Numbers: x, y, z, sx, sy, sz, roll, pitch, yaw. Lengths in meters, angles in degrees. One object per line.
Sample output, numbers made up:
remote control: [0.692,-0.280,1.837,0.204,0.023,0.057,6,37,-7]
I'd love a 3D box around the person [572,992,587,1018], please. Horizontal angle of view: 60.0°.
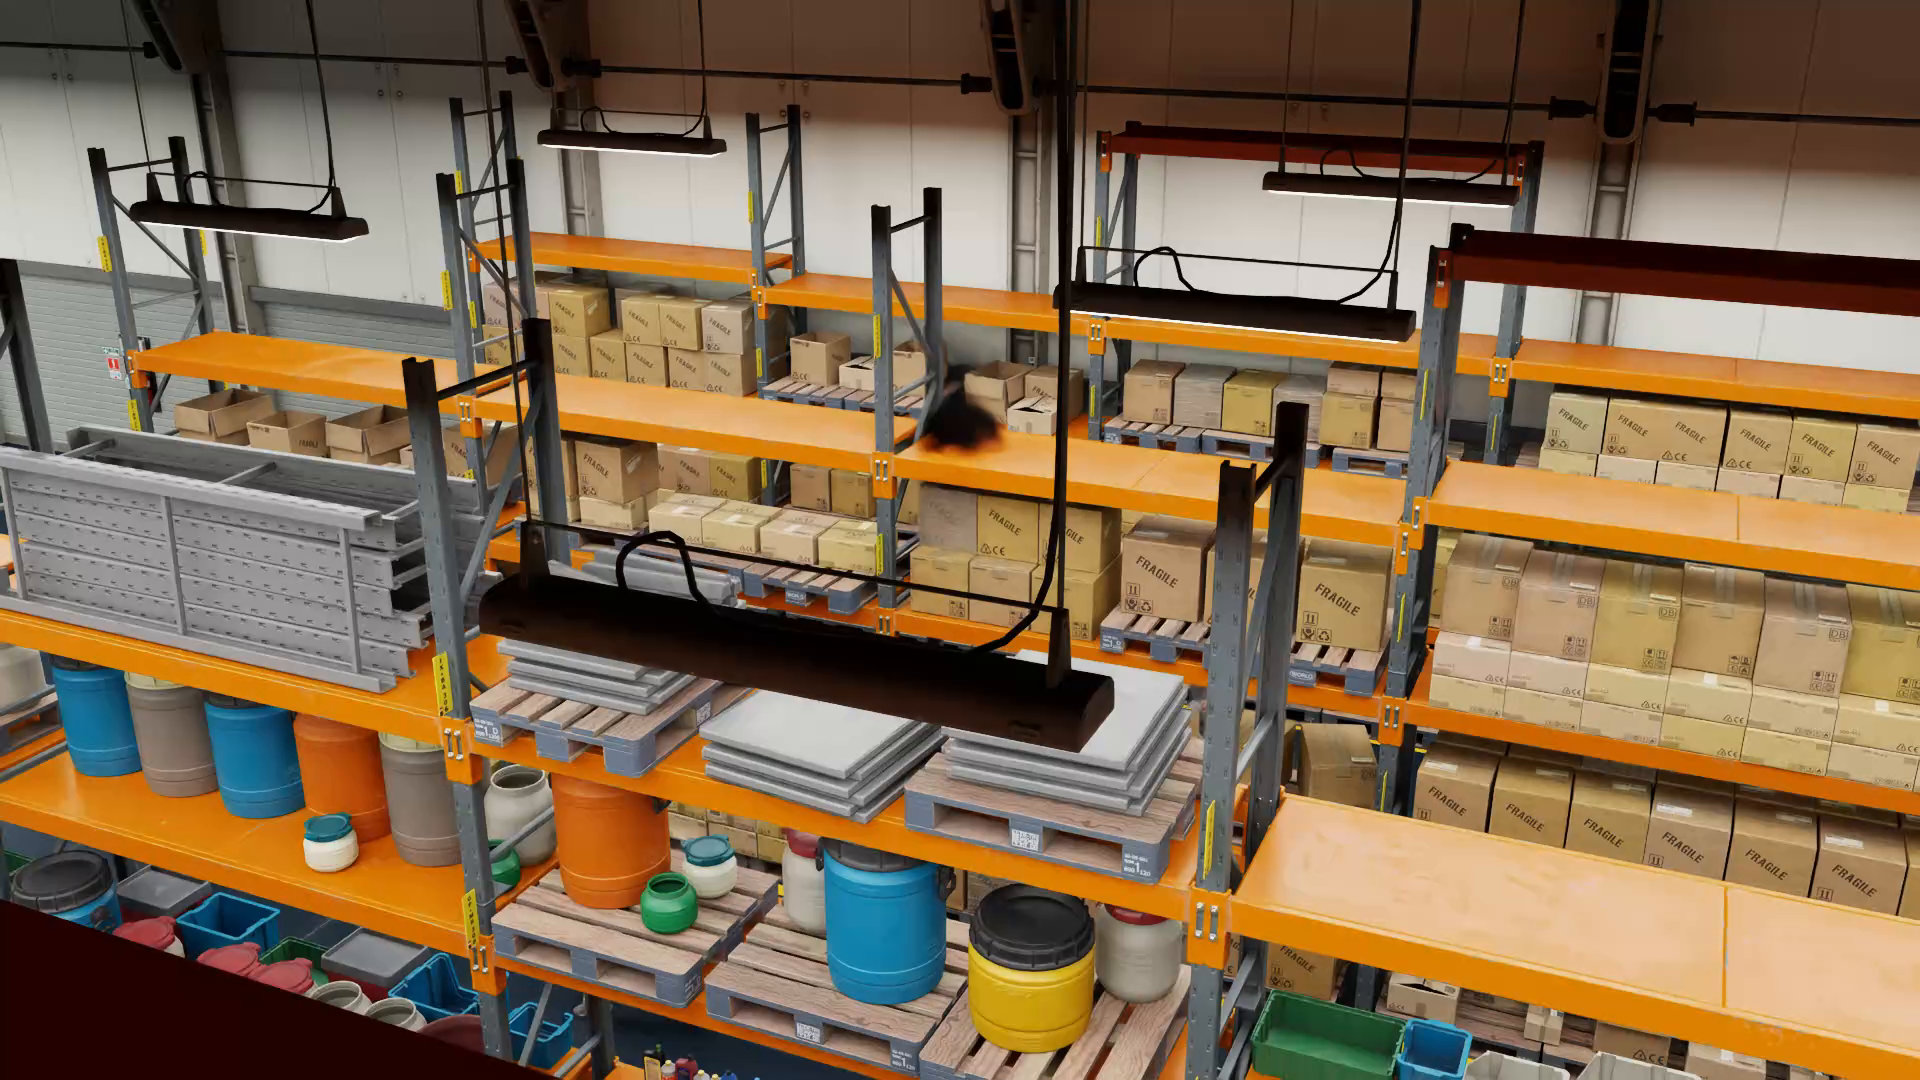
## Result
person: [-2.534,2.960,12.534,1.024,1.694,0.703,5,21,12]

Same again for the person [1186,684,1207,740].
person: [2.338,1.562,16.317,0.812,1.563,0.569,2,21,6]
